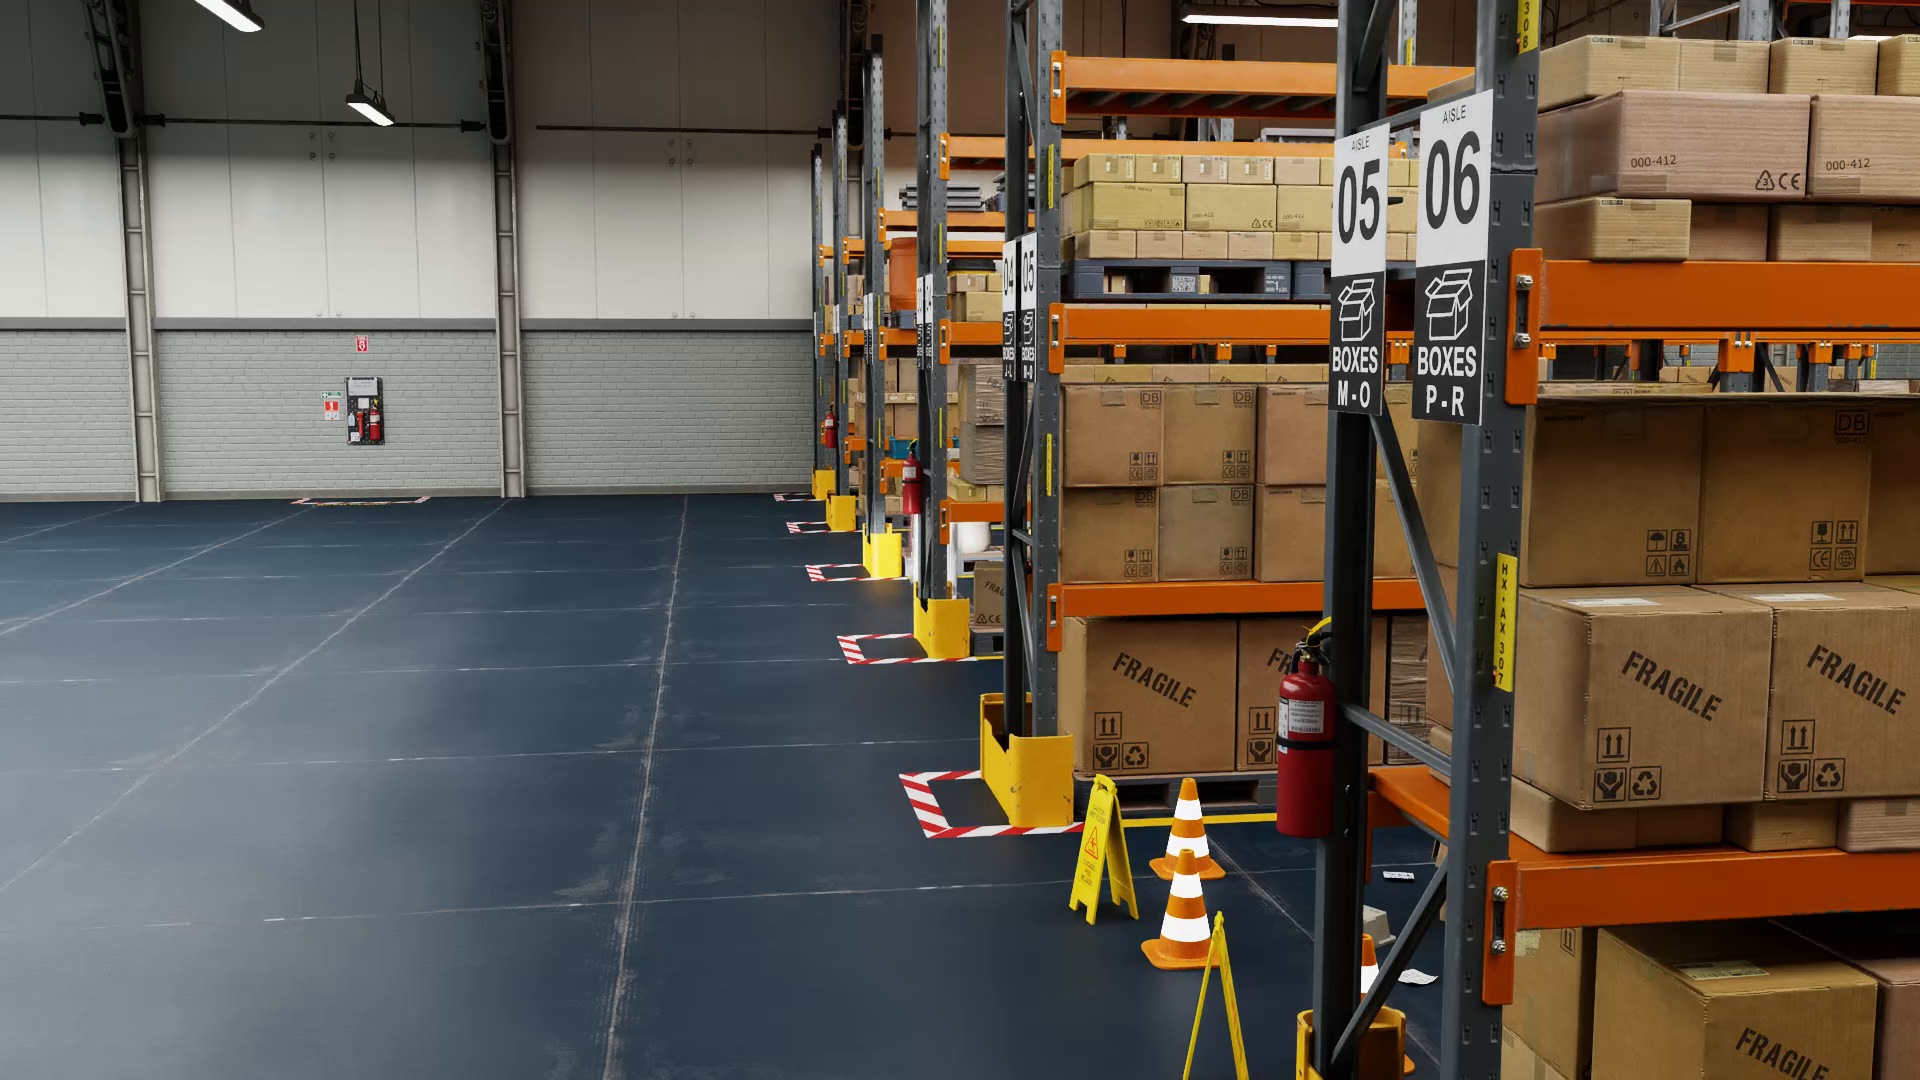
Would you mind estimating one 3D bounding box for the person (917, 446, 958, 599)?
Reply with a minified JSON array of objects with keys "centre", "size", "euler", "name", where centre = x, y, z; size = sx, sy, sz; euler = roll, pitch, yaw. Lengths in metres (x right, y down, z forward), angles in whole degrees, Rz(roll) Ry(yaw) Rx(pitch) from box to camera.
[{"centre":[-0.236,-0.160,16.825],"size":[0.411,1.648,0.542],"euler":[-1,7,-10],"name":"person"}]
